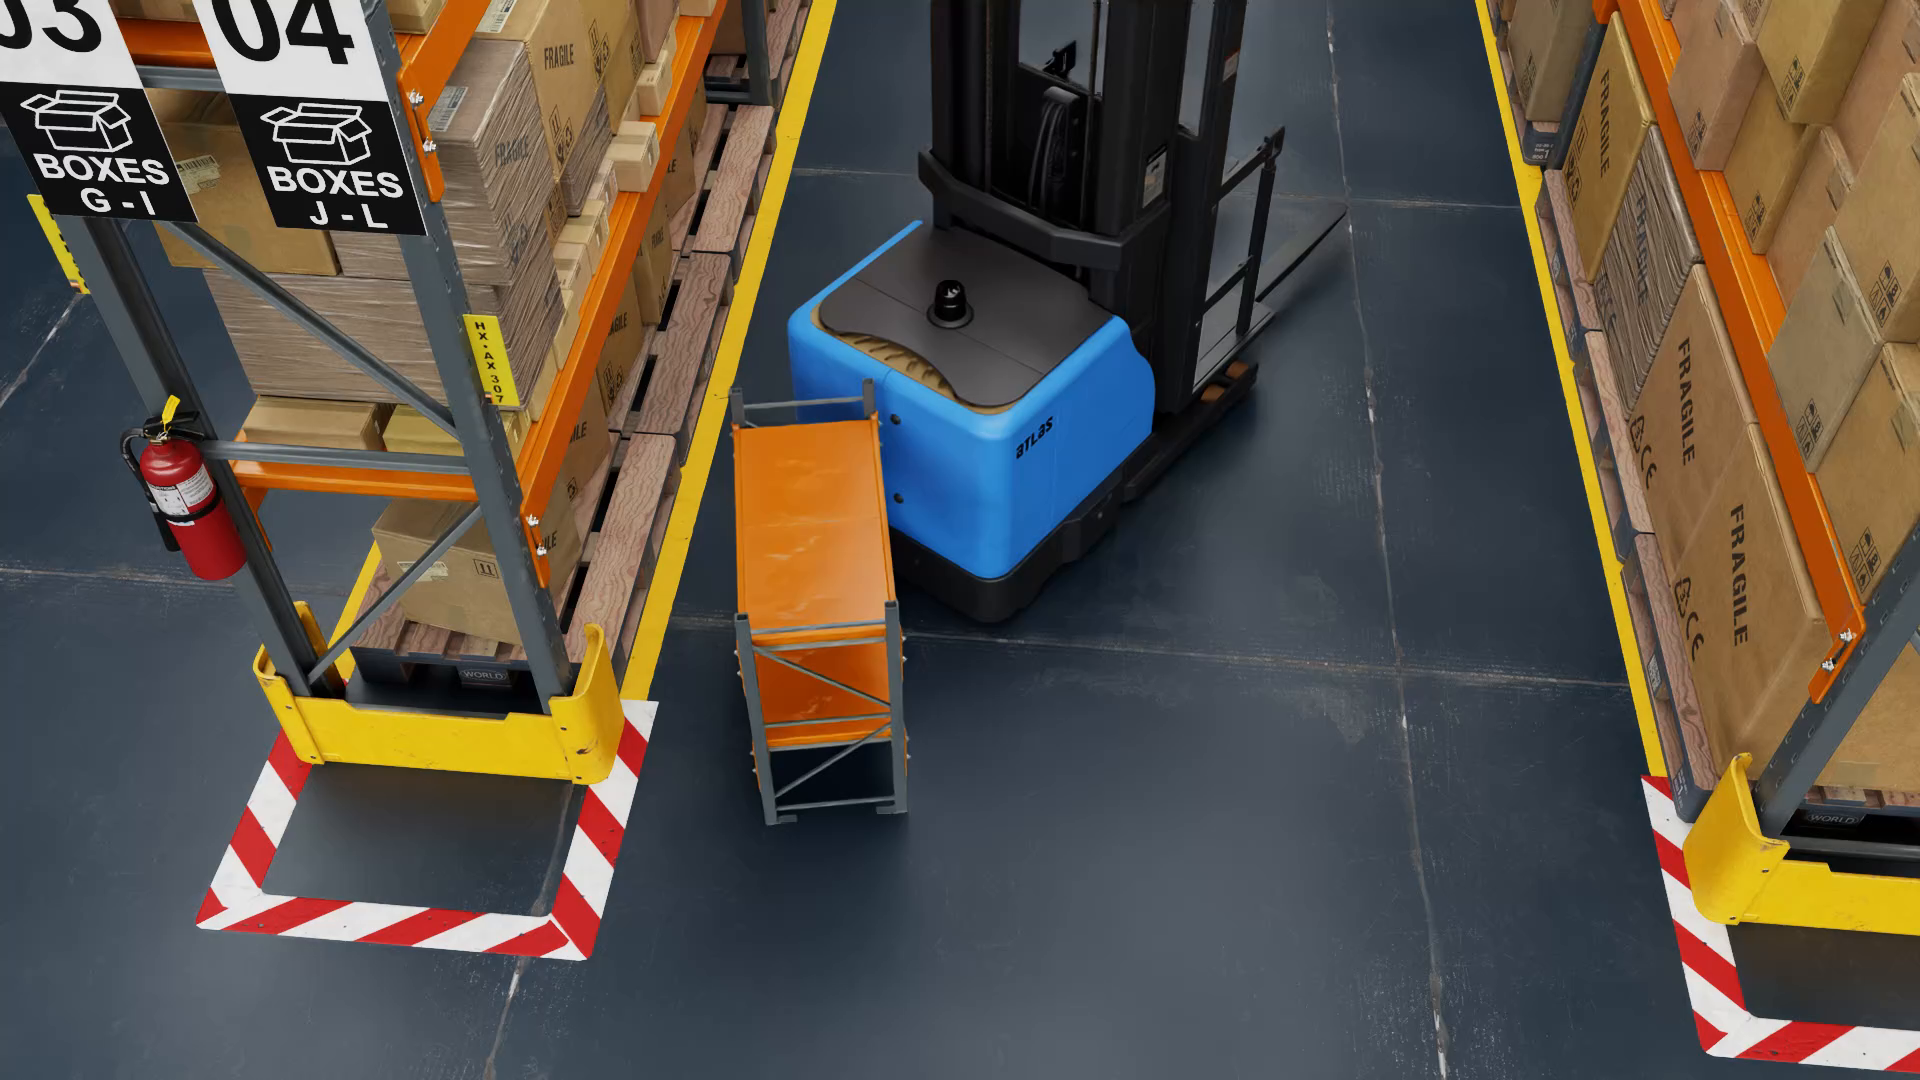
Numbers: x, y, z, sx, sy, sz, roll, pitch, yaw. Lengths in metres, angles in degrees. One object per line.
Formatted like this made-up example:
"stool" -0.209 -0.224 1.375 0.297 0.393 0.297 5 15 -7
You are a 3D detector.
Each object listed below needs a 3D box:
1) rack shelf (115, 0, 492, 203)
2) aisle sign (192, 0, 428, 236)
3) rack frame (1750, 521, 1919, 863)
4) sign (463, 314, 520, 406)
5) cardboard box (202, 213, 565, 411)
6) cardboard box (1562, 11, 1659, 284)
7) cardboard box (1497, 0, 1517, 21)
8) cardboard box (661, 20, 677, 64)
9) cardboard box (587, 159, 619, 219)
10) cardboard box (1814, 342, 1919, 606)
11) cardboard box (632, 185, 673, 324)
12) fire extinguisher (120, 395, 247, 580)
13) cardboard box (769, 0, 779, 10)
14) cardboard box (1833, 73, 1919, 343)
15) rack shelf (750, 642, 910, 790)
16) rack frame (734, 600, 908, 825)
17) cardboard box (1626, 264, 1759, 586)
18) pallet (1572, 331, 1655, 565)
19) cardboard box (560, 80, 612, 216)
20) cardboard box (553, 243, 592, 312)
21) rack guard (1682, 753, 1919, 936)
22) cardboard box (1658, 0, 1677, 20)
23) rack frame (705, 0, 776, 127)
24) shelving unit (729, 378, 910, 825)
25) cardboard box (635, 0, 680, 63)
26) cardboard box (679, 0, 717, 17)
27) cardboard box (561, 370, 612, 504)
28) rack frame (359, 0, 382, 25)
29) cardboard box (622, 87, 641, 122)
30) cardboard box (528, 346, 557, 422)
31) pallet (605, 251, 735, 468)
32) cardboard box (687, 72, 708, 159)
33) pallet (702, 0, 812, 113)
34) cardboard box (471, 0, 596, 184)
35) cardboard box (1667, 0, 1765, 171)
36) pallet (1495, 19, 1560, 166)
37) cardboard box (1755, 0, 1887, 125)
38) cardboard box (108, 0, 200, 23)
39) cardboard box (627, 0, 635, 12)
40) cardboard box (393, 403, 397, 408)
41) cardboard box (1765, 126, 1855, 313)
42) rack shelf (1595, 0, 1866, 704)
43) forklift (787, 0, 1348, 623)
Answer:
"rack shelf" -1.658 -2.479 5.465 1.077 0.370 4.000 4 48 4
"aisle sign" -1.548 -1.052 3.943 0.394 0.787 0.004 4 48 4
"rack frame" 3.089 0.168 4.590 1.000 3.000 0.127 4 48 4
"sign" -1.300 -0.496 4.610 0.100 0.325 0.005 4 48 4
"cardboard box" -1.763 -0.776 5.184 0.875 0.500 0.500 4 48 4
"cardboard box" 3.327 -1.739 7.489 0.875 0.875 0.875 5 48 4
"cardboard box" 3.513 -3.325 9.024 1.050 0.750 0.750 4 48 4
"cardboard box" -1.366 -2.001 6.744 0.380 0.149 0.250 4 48 4
"cardboard box" -1.470 -1.268 6.073 0.380 0.149 0.250 4 48 4
"cardboard box" 3.078 -0.158 4.786 0.875 0.550 0.550 4 48 4
"cardboard box" -1.575 -1.303 7.344 0.500 0.500 0.500 0 48 0
"fire extinguisher" -2.310 -0.161 4.943 0.296 0.674 0.183 4 48 4
"cardboard box" -1.337 -3.283 9.142 0.700 0.500 0.500 4 48 3
"cardboard box" 3.120 -0.928 4.758 0.875 0.550 0.550 4 48 4
"rack shelf" -0.491 0.386 5.992 0.538 0.278 1.000 -5 48 -4
"rack frame" -0.436 0.594 5.470 0.500 1.125 0.032 -5 48 -4
"cardboard box" 3.164 -0.406 6.270 0.875 0.875 0.875 3 48 3
"pallet" 3.198 -0.378 6.978 1.003 0.211 1.213 4 48 4
"cardboard box" -1.749 -1.516 5.861 0.875 0.500 0.500 4 48 4
"cardboard box" -1.496 -0.899 5.735 0.380 0.149 0.250 4 48 4
"rack guard" 3.087 1.029 5.496 1.175 0.500 0.348 4 48 4
"cardboard box" 3.432 -2.550 6.974 0.875 0.550 0.550 4 48 4
"rack frame" -1.476 -3.179 7.651 1.000 3.000 0.127 4 48 4
"shelving unit" -0.491 0.221 5.811 0.538 1.125 1.048 -5 48 -4
"cardboard box" -1.605 -2.248 6.530 0.875 0.500 0.500 4 48 4
"cardboard box" -1.230 -2.363 7.074 0.380 0.149 0.250 4 48 4
"cardboard box" -1.747 -0.437 6.553 0.500 0.500 0.500 15 49 14
"rack frame" -1.841 -2.265 2.749 1.000 3.000 0.127 4 48 4
"cardboard box" -1.453 -1.637 6.411 0.380 0.149 0.250 4 48 4
"cardboard box" -1.535 -0.531 5.399 0.380 0.149 0.250 4 48 4
"pallet" -1.611 -0.843 7.404 1.003 0.211 1.213 4 48 4
"cardboard box" -1.552 -2.186 8.152 0.500 0.500 0.500 3 48 2
"pallet" -1.407 -2.810 9.203 1.003 0.211 1.213 4 48 4
"cardboard box" -1.467 -1.464 5.135 0.500 0.500 0.500 4 48 4
"cardboard box" 3.238 -1.756 6.247 0.875 0.550 0.550 4 48 4
"pallet" 3.449 -2.402 8.830 1.003 0.211 1.213 4 48 4
"cardboard box" 3.225 -1.728 5.490 0.875 0.550 0.500 4 48 4
"cardboard box" -2.050 -1.573 4.251 0.500 0.250 0.500 5 48 4
"cardboard box" -1.383 -2.200 5.808 0.500 0.500 0.500 4 48 4
"cardboard box" -1.997 -0.562 5.428 0.380 0.149 0.250 4 48 4
"cardboard box" 3.283 -0.967 5.526 0.875 0.550 0.550 4 48 4
"rack shelf" 3.272 -1.059 6.199 1.077 0.370 4.000 4 48 4
"forklift" 0.654 -1.709 6.352 1.130 2.935 3.031 30 54 25
